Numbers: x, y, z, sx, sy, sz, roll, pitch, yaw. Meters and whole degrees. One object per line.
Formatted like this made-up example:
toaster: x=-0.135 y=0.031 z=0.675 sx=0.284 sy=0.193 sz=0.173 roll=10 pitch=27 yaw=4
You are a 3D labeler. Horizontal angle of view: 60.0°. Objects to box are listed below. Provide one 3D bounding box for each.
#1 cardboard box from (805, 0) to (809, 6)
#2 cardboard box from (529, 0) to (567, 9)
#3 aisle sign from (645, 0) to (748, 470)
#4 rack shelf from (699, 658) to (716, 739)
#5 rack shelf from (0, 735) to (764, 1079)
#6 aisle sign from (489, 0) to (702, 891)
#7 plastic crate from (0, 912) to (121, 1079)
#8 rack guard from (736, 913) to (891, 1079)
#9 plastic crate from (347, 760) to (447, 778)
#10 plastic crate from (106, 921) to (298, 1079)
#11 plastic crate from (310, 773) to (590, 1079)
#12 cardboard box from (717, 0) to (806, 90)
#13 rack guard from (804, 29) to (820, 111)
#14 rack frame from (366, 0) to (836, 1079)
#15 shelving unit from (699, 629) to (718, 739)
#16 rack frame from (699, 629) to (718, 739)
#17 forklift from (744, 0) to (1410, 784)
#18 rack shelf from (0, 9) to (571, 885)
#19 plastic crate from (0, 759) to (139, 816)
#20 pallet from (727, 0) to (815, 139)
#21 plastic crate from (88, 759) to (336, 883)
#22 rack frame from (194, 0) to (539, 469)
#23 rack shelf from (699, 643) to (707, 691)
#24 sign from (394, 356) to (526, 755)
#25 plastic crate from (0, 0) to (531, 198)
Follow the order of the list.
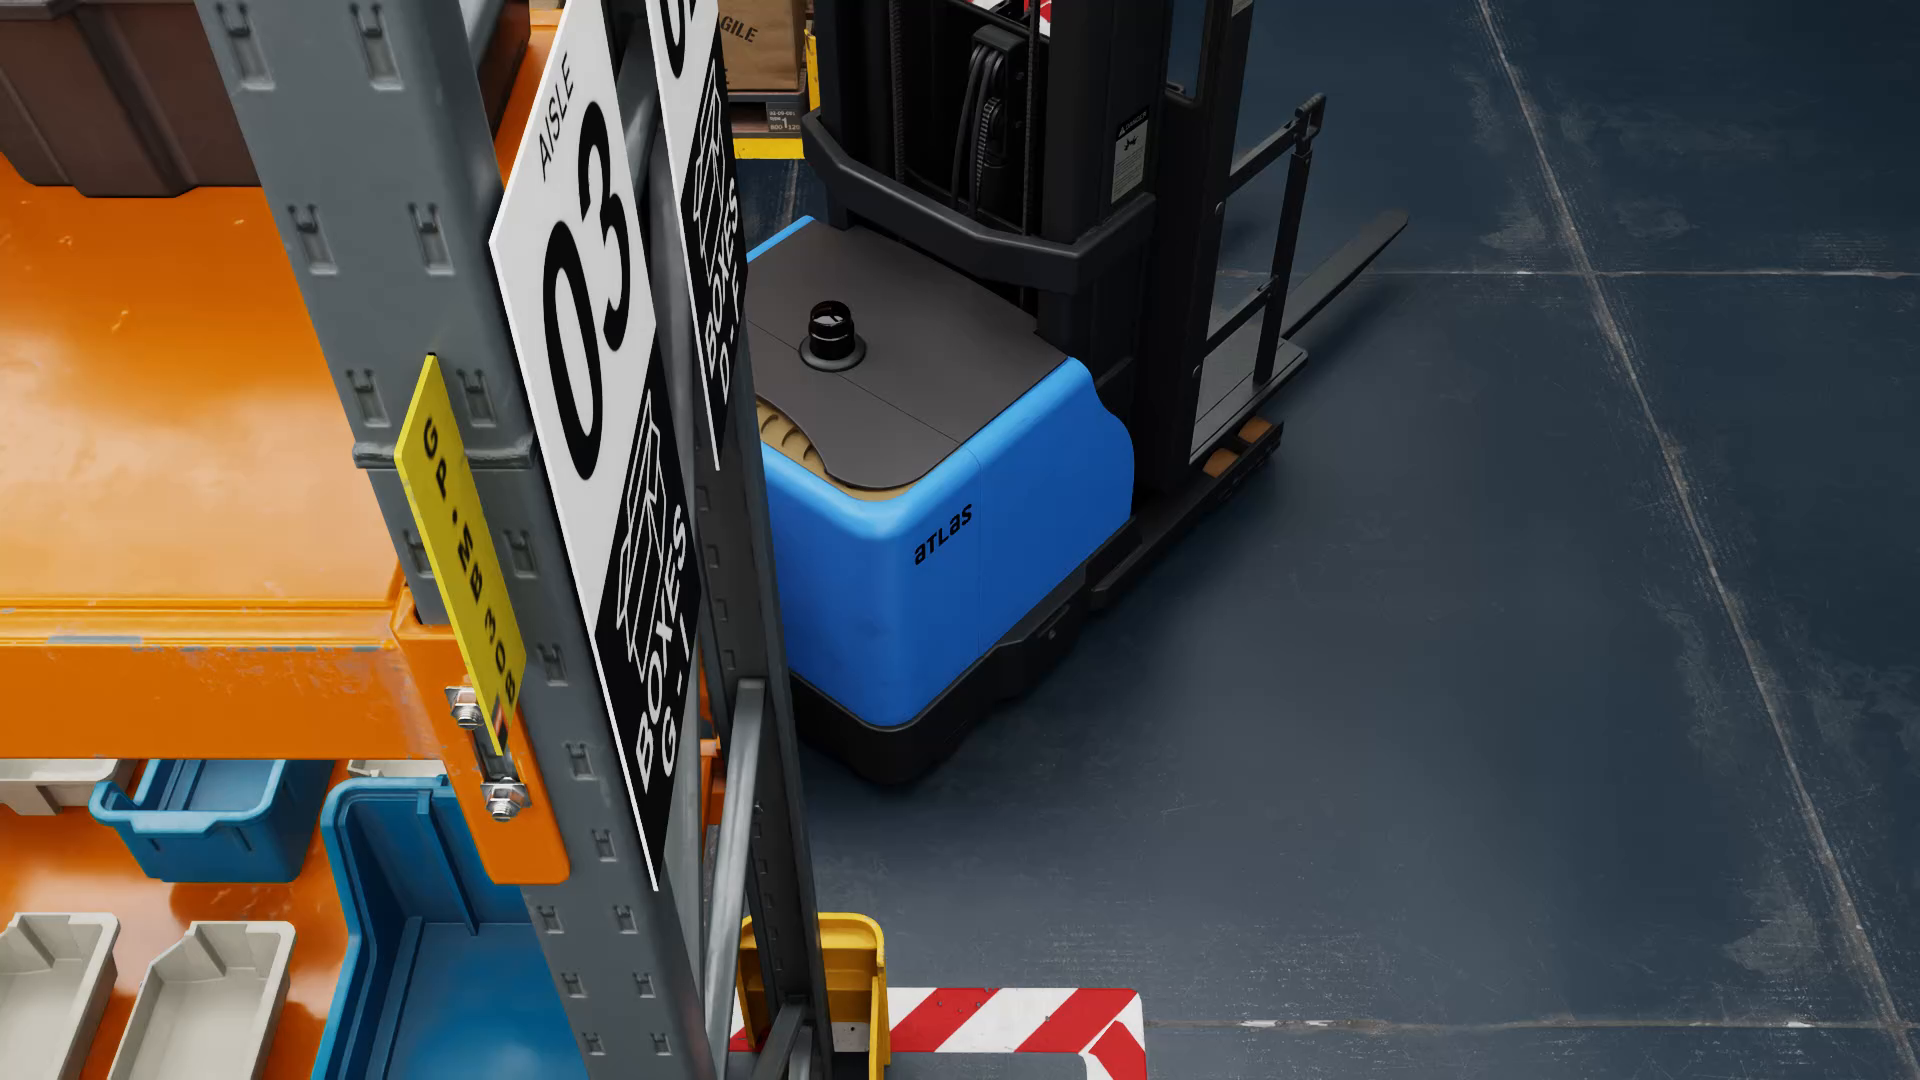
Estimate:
cardboard box: x=-0.765 y=-2.452 z=7.130 sx=0.250 sy=0.149 sz=0.380 roll=0 pitch=47 yaw=0
cardboard box: x=-1.842 y=-2.080 z=6.714 sx=0.500 sy=0.250 sz=0.500 roll=0 pitch=47 yaw=0
aisle sign: x=-0.297 y=-0.498 z=1.888 sx=0.004 sy=0.787 sz=0.394 roll=0 pitch=47 yaw=0
rack shelf: x=-0.691 y=0.385 z=4.567 sx=0.240 sy=0.259 sz=0.215 roll=31 pitch=54 yaw=26
rack shelf: x=-2.370 y=0.845 z=2.906 sx=4.000 sy=0.370 sz=1.077 roll=0 pitch=47 yaw=0
aisle sign: x=-0.299 y=-0.066 z=1.486 sx=0.004 sy=0.787 sz=0.394 roll=0 pitch=47 yaw=0
plastic crate: x=-1.476 y=0.793 z=2.602 sx=0.243 sy=0.136 sz=0.396 roll=0 pitch=47 yaw=0
rack guard: x=-0.346 y=1.447 z=3.562 sx=0.348 sy=0.500 sz=1.175 roll=0 pitch=47 yaw=0
plastic crate: x=-0.936 y=0.371 z=2.994 sx=0.298 sy=0.136 sz=0.250 roll=0 pitch=47 yaw=0
plastic crate: x=-1.186 y=0.805 z=2.591 sx=0.243 sy=0.136 sz=0.396 roll=0 pitch=47 yaw=0
plastic crate: x=-0.705 y=0.708 z=2.476 sx=0.499 sy=0.435 sz=0.616 roll=0 pitch=47 yaw=0
cardboard box: x=-0.892 y=-2.140 z=6.600 sx=0.500 sy=0.500 sz=0.500 roll=0 pitch=47 yaw=0
rack guard: x=-0.424 y=-2.169 z=6.928 sx=0.348 sy=0.500 sz=1.175 roll=0 pitch=47 yaw=0
rack frame: x=-0.370 y=0.605 z=2.638 sx=0.127 sy=3.000 sz=1.000 roll=0 pitch=47 yaw=0
shelving unit: x=-0.689 y=0.187 z=4.357 sx=0.252 sy=1.050 sz=0.215 roll=31 pitch=54 yaw=26
rack frame: x=-0.595 y=0.244 z=4.304 sx=0.008 sy=1.050 sz=0.200 roll=31 pitch=54 yaw=26
forklift: x=0.403 y=-1.346 z=4.500 sx=1.130 sy=2.935 sz=3.031 roll=32 pitch=55 yaw=26
rack shelf: x=-2.370 y=-0.177 z=1.808 sx=4.000 sy=0.370 sz=1.077 roll=0 pitch=47 yaw=0
plastic crate: x=-1.614 y=0.369 z=2.996 sx=0.298 sy=0.136 sz=0.250 roll=0 pitch=47 yaw=0
pallet: x=-1.221 y=-2.072 z=7.035 sx=1.213 sy=0.211 sz=1.003 roll=0 pitch=47 yaw=0
plastic crate: x=-1.274 y=0.398 z=2.904 sx=0.300 sy=0.233 sz=0.416 roll=0 pitch=47 yaw=0
rack frame: x=-0.370 y=-1.439 z=0.442 sx=0.127 sy=3.000 sz=1.000 roll=0 pitch=47 yaw=0
rack shelf: x=-0.689 y=0.195 z=4.365 sx=0.240 sy=0.259 sz=0.215 roll=31 pitch=54 yaw=26
sign: x=-0.356 y=0.021 z=1.203 sx=0.005 sy=0.325 sz=0.100 roll=0 pitch=47 yaw=0
plastic crate: x=-0.754 y=-0.578 z=1.779 sx=0.590 sy=0.269 sz=0.497 roll=0 pitch=47 yaw=0
